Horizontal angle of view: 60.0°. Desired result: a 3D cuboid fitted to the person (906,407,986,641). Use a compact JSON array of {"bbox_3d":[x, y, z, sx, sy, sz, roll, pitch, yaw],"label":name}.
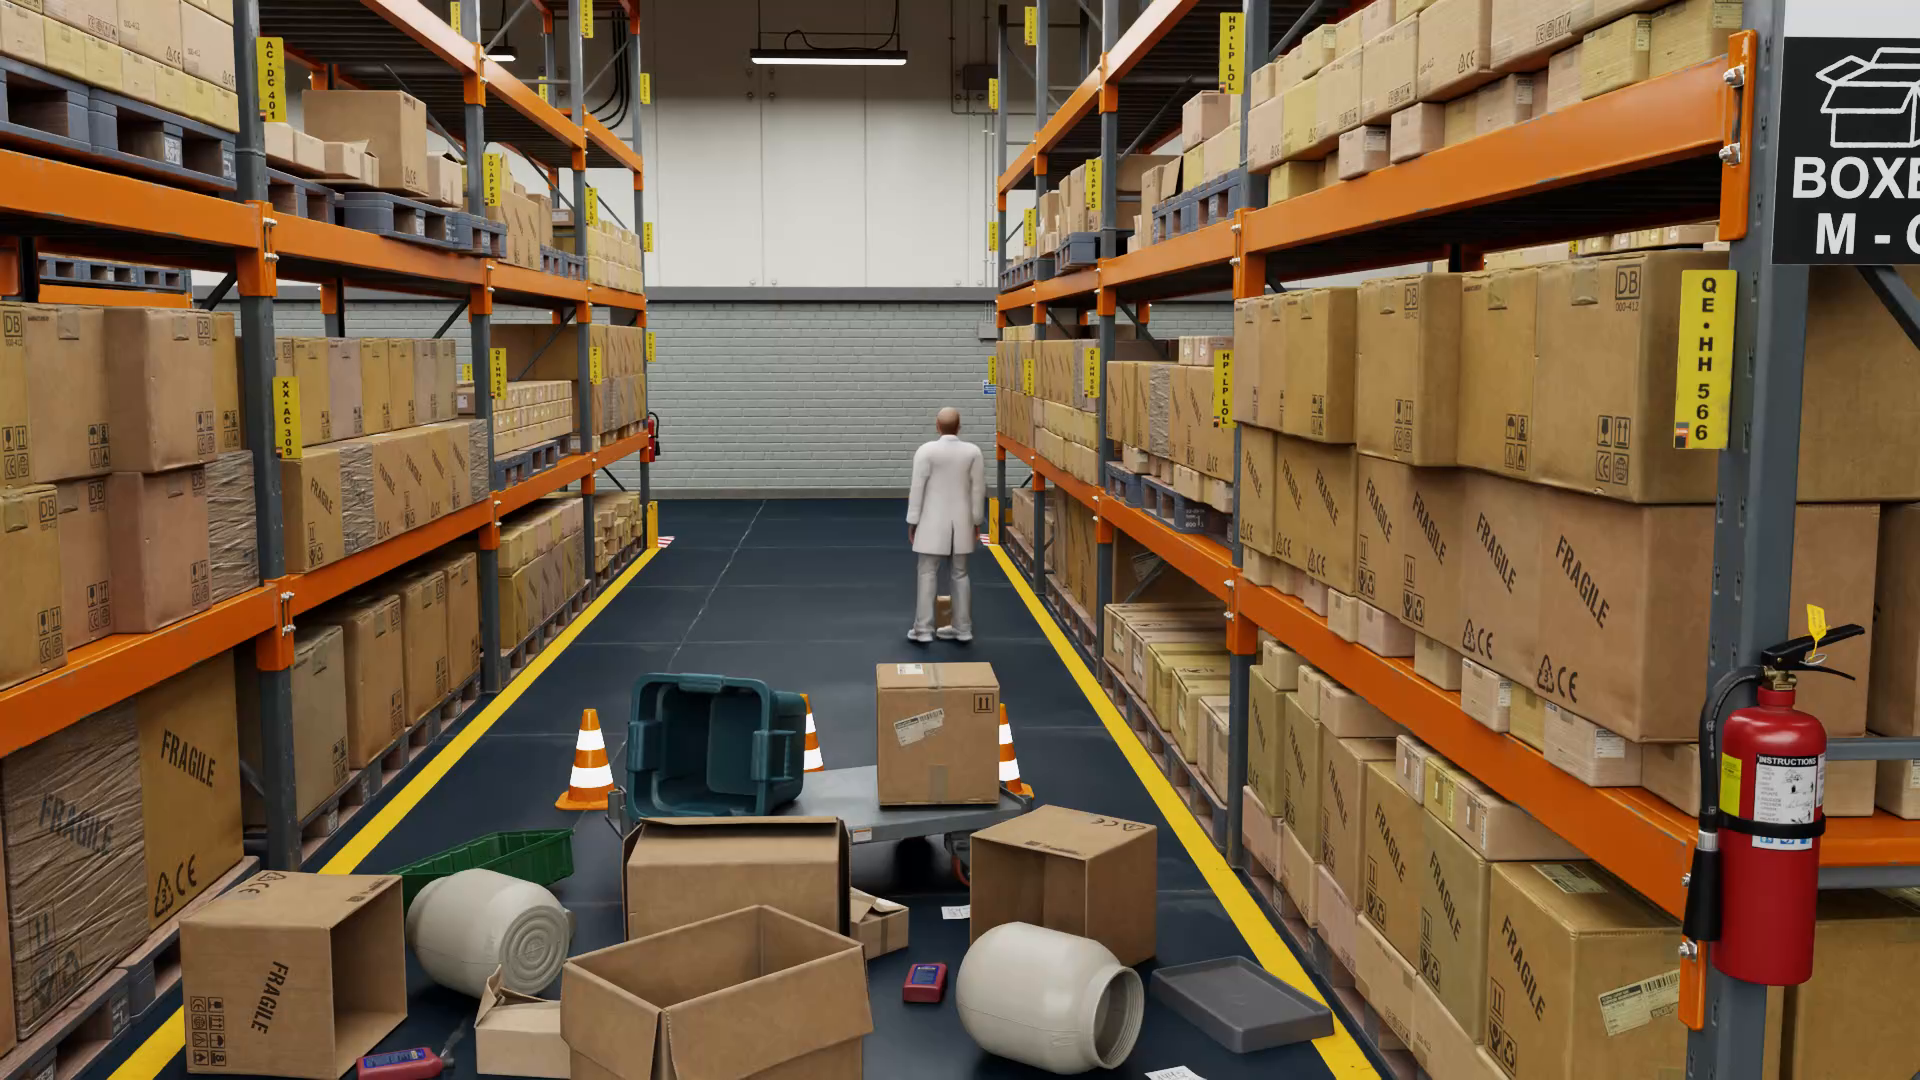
[{"bbox_3d":[-0.120,-0.122,12.690,0.603,1.787,0.390,-2,7,-17],"label":"person"}]
